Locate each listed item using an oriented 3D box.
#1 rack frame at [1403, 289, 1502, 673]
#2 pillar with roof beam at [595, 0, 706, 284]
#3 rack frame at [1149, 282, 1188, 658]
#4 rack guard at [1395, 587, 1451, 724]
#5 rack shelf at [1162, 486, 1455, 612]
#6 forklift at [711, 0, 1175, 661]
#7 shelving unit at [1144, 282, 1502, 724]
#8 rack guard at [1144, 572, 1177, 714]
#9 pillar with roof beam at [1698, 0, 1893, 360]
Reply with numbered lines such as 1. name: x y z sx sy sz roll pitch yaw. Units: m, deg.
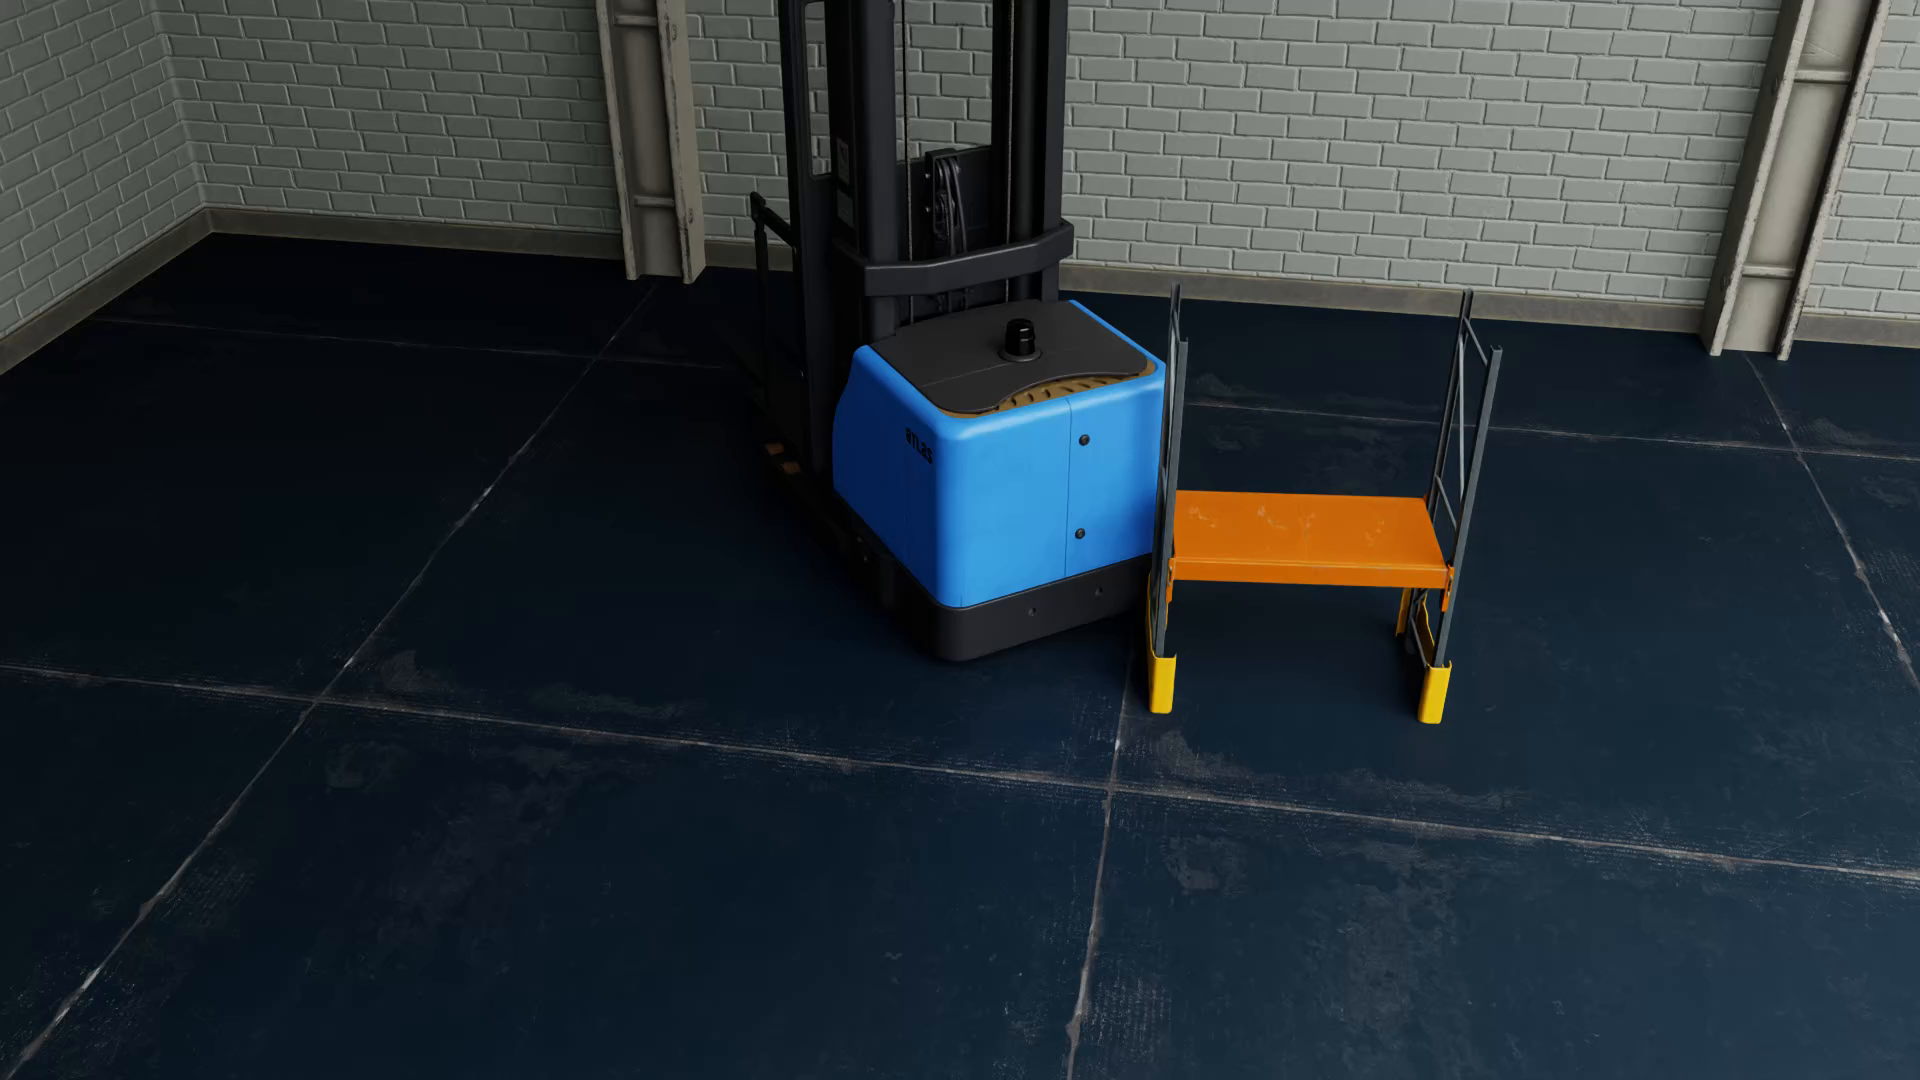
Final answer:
1. rack frame: 1.764 -0.111 6.013 0.032 1.500 0.500 2 32 3
2. pillar with roof beam: -2.445 -3.143 3.790 0.400 9.000 9.100 5 32 8
3. rack frame: 0.749 -0.144 6.067 0.032 1.500 0.500 2 32 3
4. rack guard: 1.763 0.419 6.345 0.087 0.250 0.587 2 32 3
5. rack shelf: 1.256 0.025 6.135 1.000 0.185 0.538 2 32 3
6. forklift: -0.290 -1.537 6.943 1.130 2.935 3.031 -15 35 -23
7. shelving unit: 1.265 -0.127 6.040 1.083 1.500 0.587 2 32 3
8. rack guard: 0.768 0.386 6.397 0.087 0.250 0.587 2 32 3
9. pillar with roof beam: 3.469 -2.607 2.934 0.400 9.000 9.100 5 32 8
